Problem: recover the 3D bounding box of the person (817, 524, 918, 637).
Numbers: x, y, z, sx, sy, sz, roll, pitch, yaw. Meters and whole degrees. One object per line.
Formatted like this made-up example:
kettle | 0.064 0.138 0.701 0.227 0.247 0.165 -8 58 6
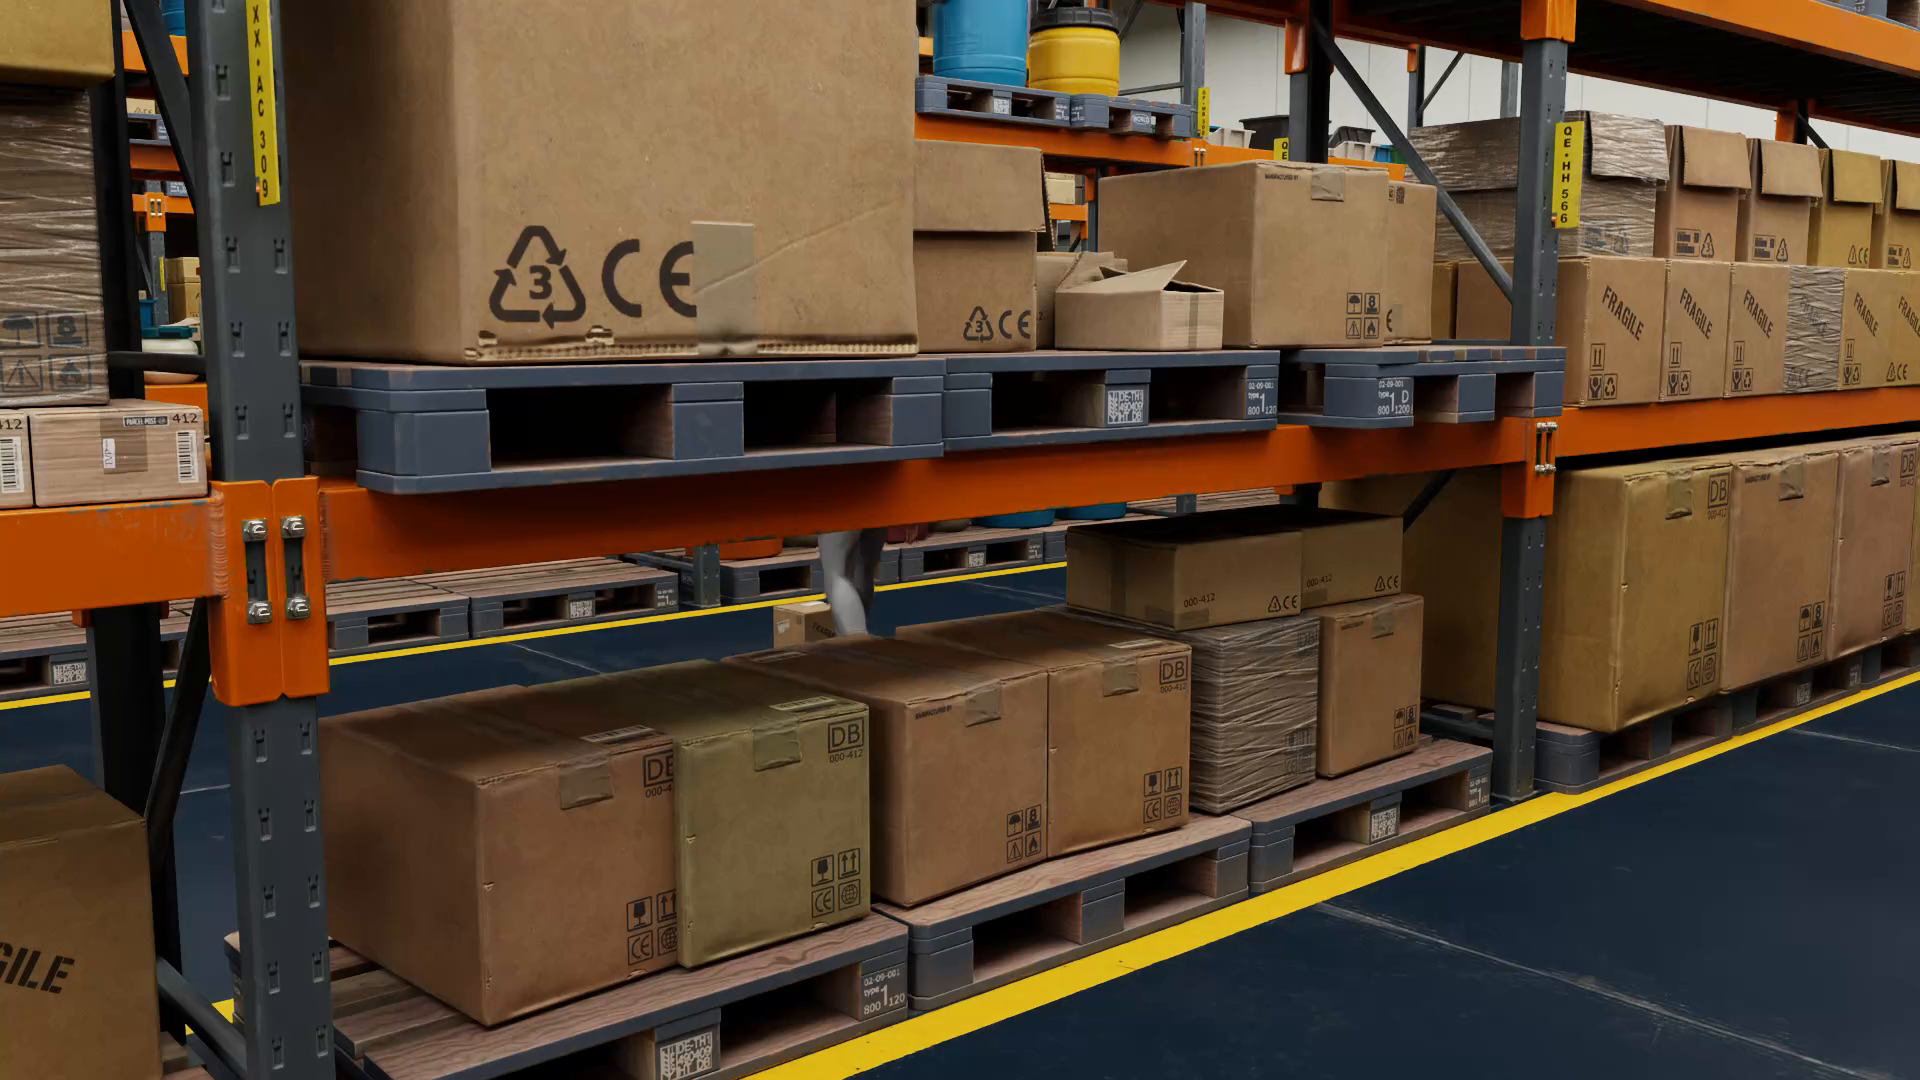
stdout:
person | -0.496 -0.204 7.404 0.480 1.618 0.986 -4 9 -30
